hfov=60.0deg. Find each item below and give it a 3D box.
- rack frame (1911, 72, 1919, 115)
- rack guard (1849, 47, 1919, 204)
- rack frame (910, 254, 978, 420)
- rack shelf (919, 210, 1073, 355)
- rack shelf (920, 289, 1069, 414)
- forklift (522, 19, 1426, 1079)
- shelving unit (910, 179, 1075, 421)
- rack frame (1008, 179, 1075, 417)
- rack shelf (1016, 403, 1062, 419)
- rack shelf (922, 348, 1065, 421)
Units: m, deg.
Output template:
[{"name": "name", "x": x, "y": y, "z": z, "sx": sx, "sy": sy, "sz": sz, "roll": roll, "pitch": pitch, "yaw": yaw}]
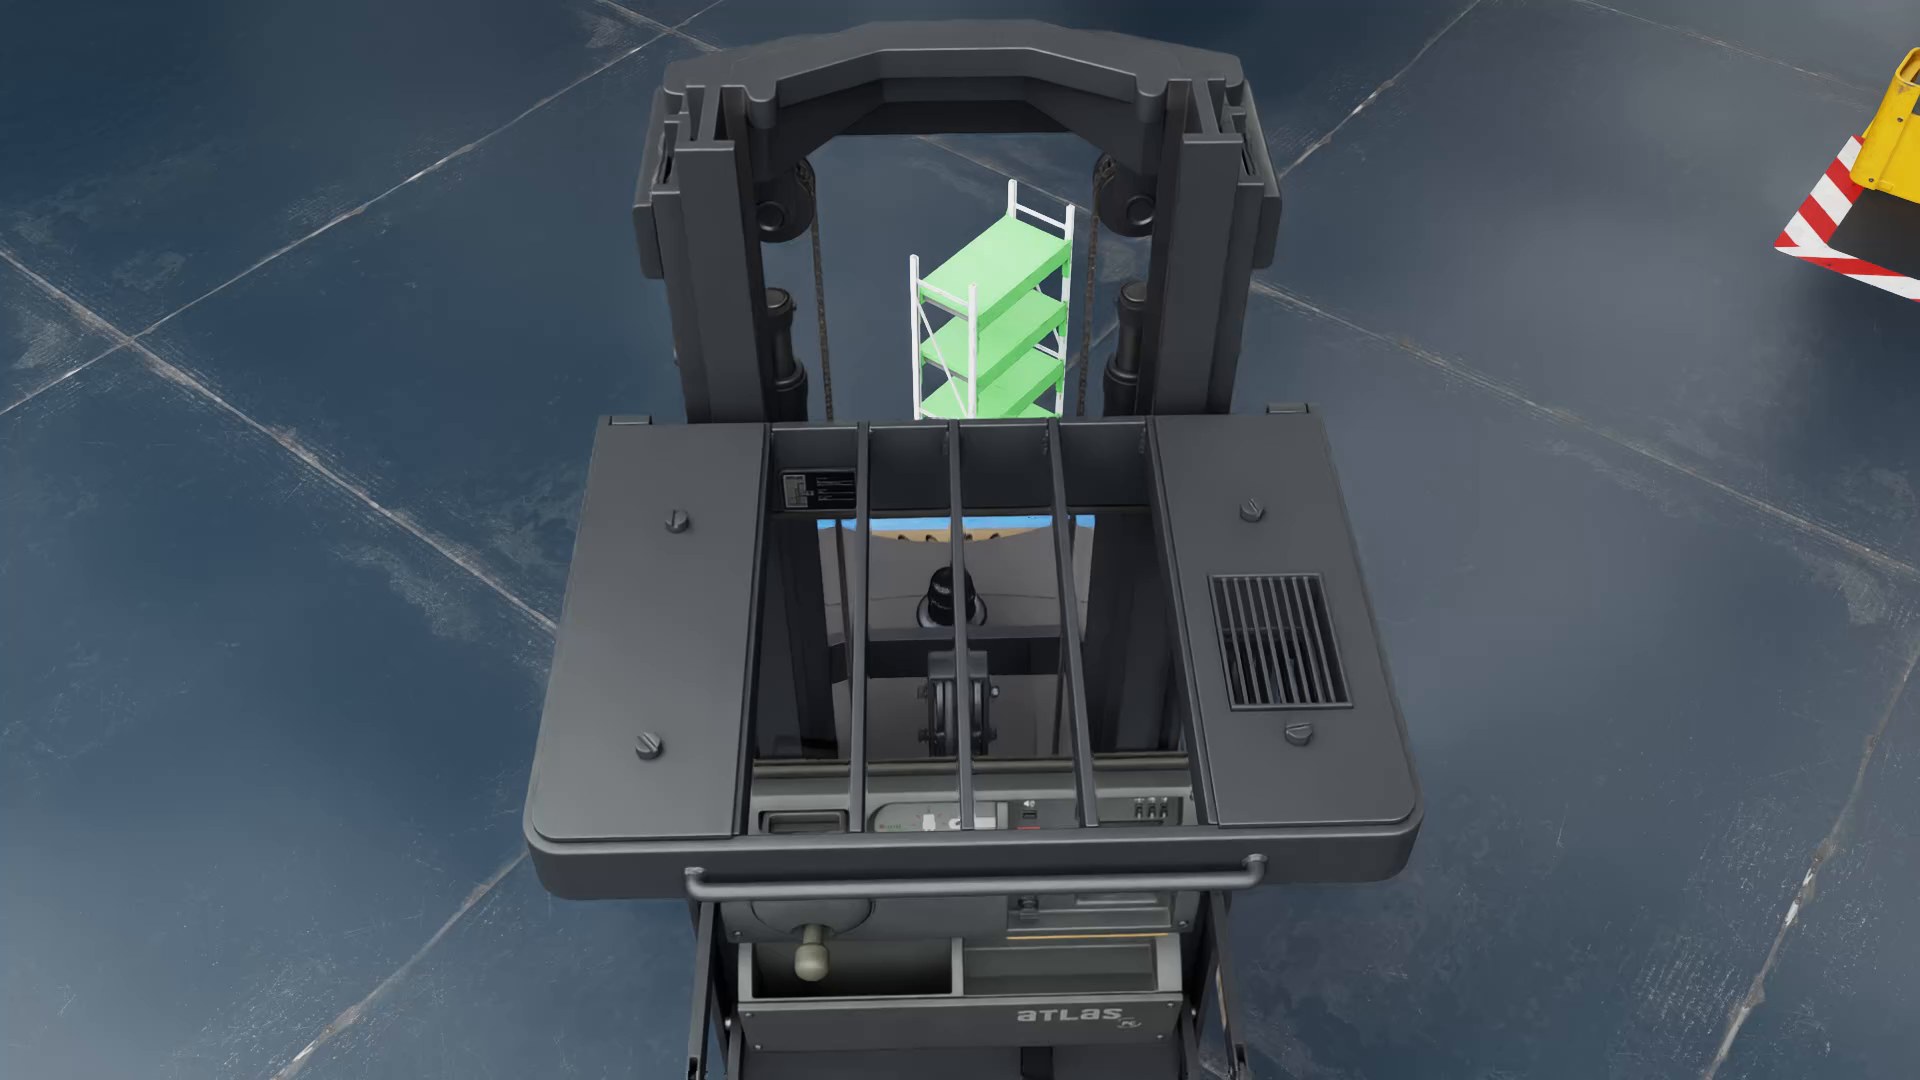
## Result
[{"name": "rack frame", "x": 4.380, "y": -2.402, "z": 5.970, "sx": 1.000, "sy": 3.000, "sz": 0.127, "roll": 29, "pitch": 53, "yaw": 25}, {"name": "rack guard", "x": 4.427, "y": -1.582, "z": 6.916, "sx": 1.175, "sy": 0.500, "sz": 0.348, "roll": 29, "pitch": 53, "yaw": 25}, {"name": "rack frame", "x": -0.048, "y": -0.370, "z": 5.273, "sx": 0.240, "sy": 1.200, "sz": 0.015, "roll": 29, "pitch": 53, "yaw": 25}, {"name": "rack shelf", "x": 0.101, "y": -0.797, "z": 5.106, "sx": 0.258, "sy": 0.148, "sz": 0.480, "roll": 29, "pitch": 53, "yaw": 25}, {"name": "rack shelf", "x": 0.101, "y": -0.631, "z": 5.279, "sx": 0.258, "sy": 0.148, "sz": 0.480, "roll": 29, "pitch": 53, "yaw": 25}, {"name": "forklift", "x": 0.009, "y": 0.733, "z": 3.023, "sx": 1.130, "sy": 2.935, "sz": 3.031, "roll": -1, "pitch": 46, "yaw": -1}, {"name": "shelving unit", "x": 0.101, "y": -0.509, "z": 5.407, "sx": 0.258, "sy": 1.200, "sz": 0.503, "roll": 29, "pitch": 53, "yaw": 25}, {"name": "rack frame", "x": 0.250, "y": -0.649, "z": 5.540, "sx": 0.240, "sy": 1.200, "sz": 0.015, "roll": 29, "pitch": 53, "yaw": 25}, {"name": "rack shelf", "x": 0.101, "y": -0.299, "z": 5.626, "sx": 0.258, "sy": 0.148, "sz": 0.480, "roll": 29, "pitch": 53, "yaw": 25}, {"name": "rack shelf", "x": 0.101, "y": -0.465, "z": 5.453, "sx": 0.258, "sy": 0.148, "sz": 0.480, "roll": 29, "pitch": 53, "yaw": 25}]
